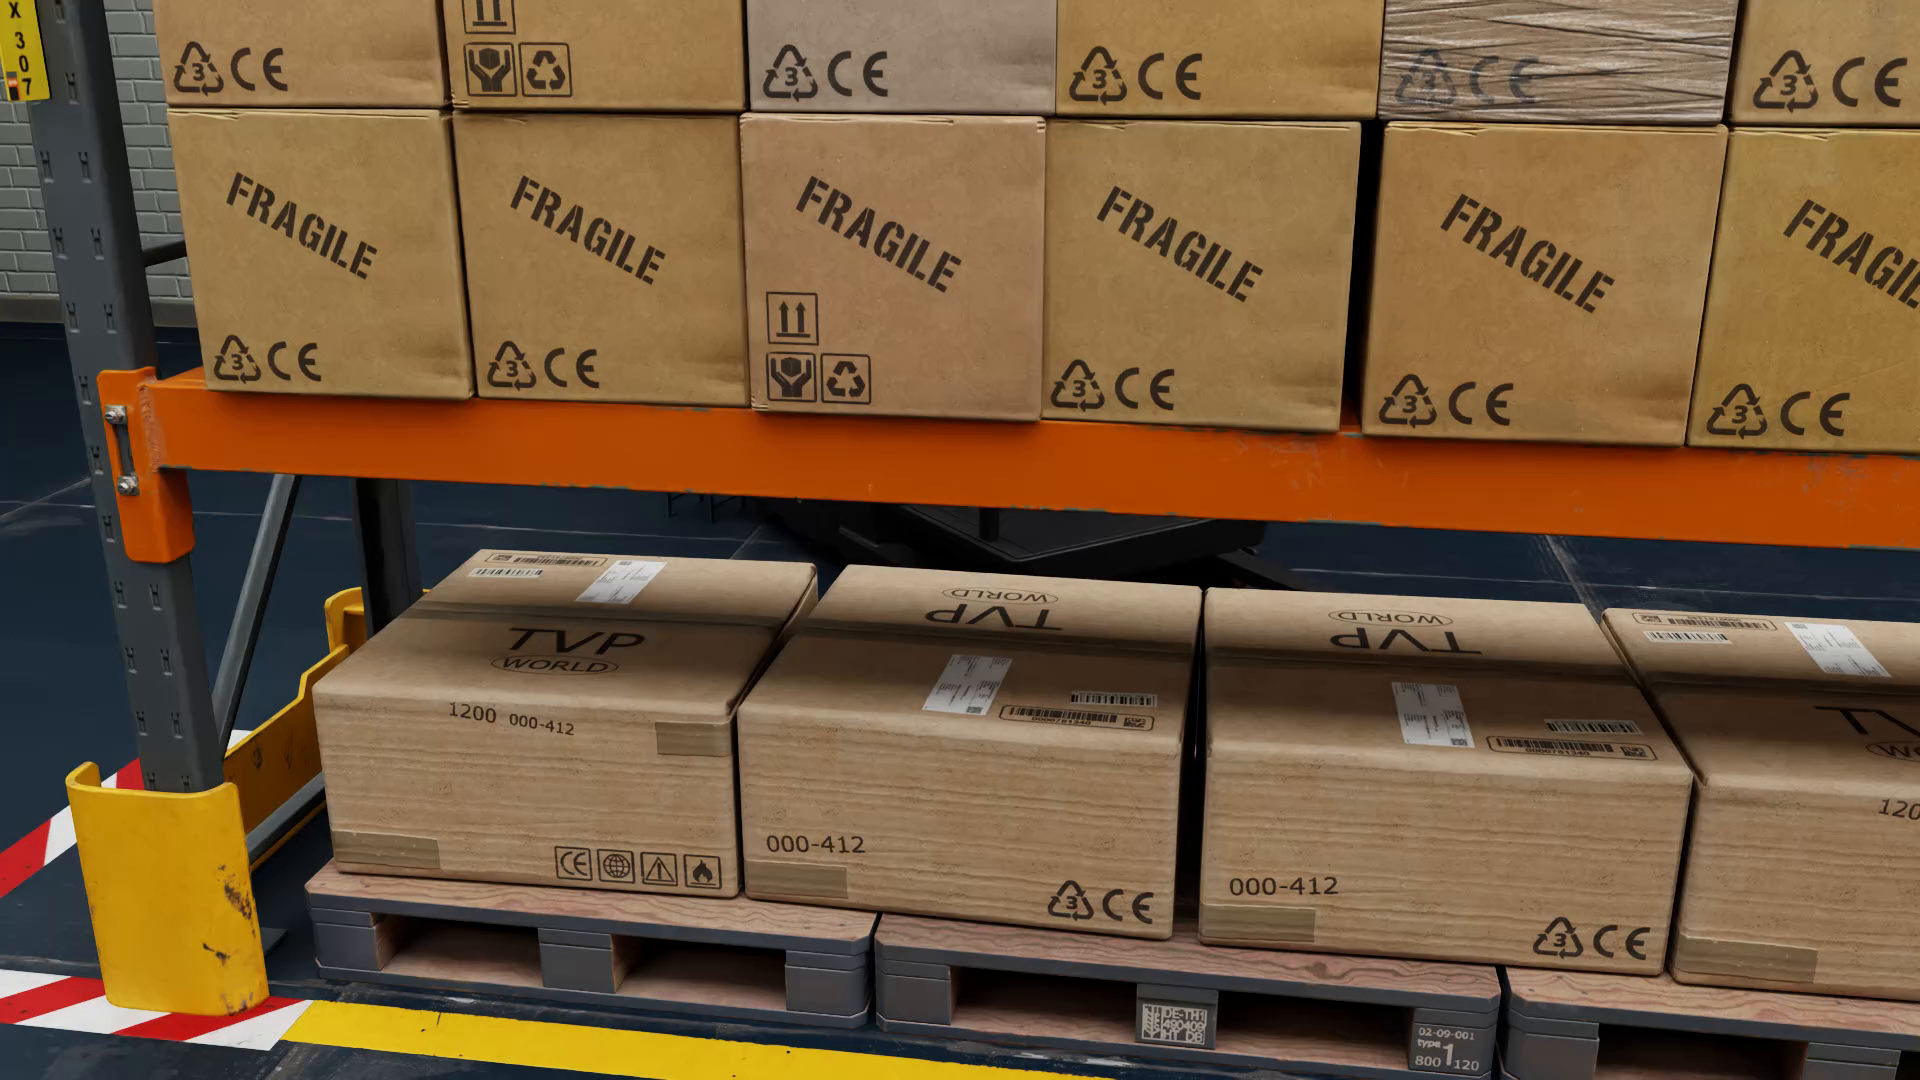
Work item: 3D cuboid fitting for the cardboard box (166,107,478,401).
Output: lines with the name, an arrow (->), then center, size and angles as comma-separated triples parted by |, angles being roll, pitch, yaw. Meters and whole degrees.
cardboard box -> -1.078, -0.570, 3.121 | 0.500, 0.500, 0.500 | 3, 19, 8

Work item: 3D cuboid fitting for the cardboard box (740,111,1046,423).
cardboard box -> -0.075, -0.522, 2.977 | 0.500, 0.500, 0.500 | 3, 19, 8

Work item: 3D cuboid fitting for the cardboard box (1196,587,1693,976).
cardboard box -> 0.956, 0.471, 3.545 | 0.875, 0.438, 0.875 | 2, 19, 7

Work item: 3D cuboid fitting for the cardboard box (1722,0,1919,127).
cardboard box -> 1.433, -0.922, 2.598 | 0.500, 0.500, 0.500 | 3, 19, 8

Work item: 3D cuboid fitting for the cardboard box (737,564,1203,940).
cardboard box -> 0.066, 0.425, 3.682 | 0.875, 0.438, 0.875 | 3, 19, 10

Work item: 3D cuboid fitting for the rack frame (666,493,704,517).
rack frame -> -1.102, -0.554, 6.541 | 0.006, 0.900, 0.240 | 9, 20, 25

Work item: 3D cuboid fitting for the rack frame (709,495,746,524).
rack frame -> -0.919, -0.525, 6.455 | 0.006, 0.900, 0.240 | 9, 20, 25

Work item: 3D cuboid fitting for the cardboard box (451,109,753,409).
cardboard box -> -0.574, -0.553, 3.071 | 0.500, 0.500, 0.500 | 3, 19, 8

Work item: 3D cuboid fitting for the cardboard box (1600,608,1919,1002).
cardboard box -> 1.840, 0.516, 3.411 | 0.875, 0.438, 0.875 | 3, 19, 8

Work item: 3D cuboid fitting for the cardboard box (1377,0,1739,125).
cardboard box -> 0.929, -0.945, 2.666 | 0.500, 0.500, 0.500 | 3, 19, 9

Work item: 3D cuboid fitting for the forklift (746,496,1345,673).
forklift -> 0.361, -1.204, 5.282 | 1.130, 2.935, 3.031 | -12, 22, -31

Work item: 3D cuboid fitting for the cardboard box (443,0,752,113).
cardboard box -> -0.567, -1.021, 2.893 | 0.500, 0.500, 0.500 | 2, 19, 7

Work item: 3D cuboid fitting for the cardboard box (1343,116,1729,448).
cardboard box -> 0.937, -0.471, 2.825 | 0.500, 0.500, 0.500 | 3, 19, 8

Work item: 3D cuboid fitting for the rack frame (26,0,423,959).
rack frame -> -1.507, -0.636, 3.478 | 0.127, 3.000, 1.000 | 3, 19, 9

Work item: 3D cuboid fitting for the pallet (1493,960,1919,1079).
pallet -> 1.704, 0.825, 3.506 | 1.213, 0.211, 1.003 | 3, 19, 9

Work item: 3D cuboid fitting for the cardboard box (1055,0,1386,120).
cardboard box -> 0.436, -0.972, 2.749 | 0.500, 0.500, 0.500 | 3, 19, 9

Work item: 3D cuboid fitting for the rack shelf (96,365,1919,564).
rack shelf -> 0.468, -0.195, 3.291 | 4.000, 0.370, 1.077 | 3, 19, 9

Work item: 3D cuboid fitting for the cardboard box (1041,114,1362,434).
cardboard box -> 0.422, -0.502, 2.918 | 0.500, 0.500, 0.500 | 4, 19, 10

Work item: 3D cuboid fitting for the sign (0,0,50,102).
sign -> -1.600, -0.911, 2.809 | 0.005, 0.325, 0.100 | 3, 19, 9

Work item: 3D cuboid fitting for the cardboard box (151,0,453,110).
cardboard box -> -1.078, -1.045, 2.964 | 0.500, 0.500, 0.500 | 3, 19, 7

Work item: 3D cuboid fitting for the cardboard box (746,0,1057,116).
cardboard box -> -0.057, -0.997, 2.823 | 0.500, 0.500, 0.500 | 3, 19, 8

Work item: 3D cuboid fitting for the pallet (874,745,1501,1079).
pallet -> 0.496, 0.764, 3.687 | 1.213, 0.211, 1.003 | 3, 19, 9

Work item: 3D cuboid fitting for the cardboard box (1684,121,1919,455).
cardboard box -> 1.435, -0.450, 2.763 | 0.500, 0.500, 0.500 | 2, 19, 7

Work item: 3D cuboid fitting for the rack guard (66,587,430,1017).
rack guard -> -1.530, 0.548, 3.878 | 0.348, 0.500, 1.175 | 3, 19, 9

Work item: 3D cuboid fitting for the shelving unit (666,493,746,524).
shelving unit -> -1.010, -0.540, 6.498 | 0.210, 0.900, 0.258 | 9, 20, 25

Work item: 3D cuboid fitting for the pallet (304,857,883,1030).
pallet -> -0.705, 0.702, 3.873 | 1.213, 0.211, 1.003 | 3, 19, 9

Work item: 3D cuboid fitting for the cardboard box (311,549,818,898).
cardboard box -> -0.839, 0.381, 3.812 | 0.875, 0.438, 0.875 | 2, 19, 7
